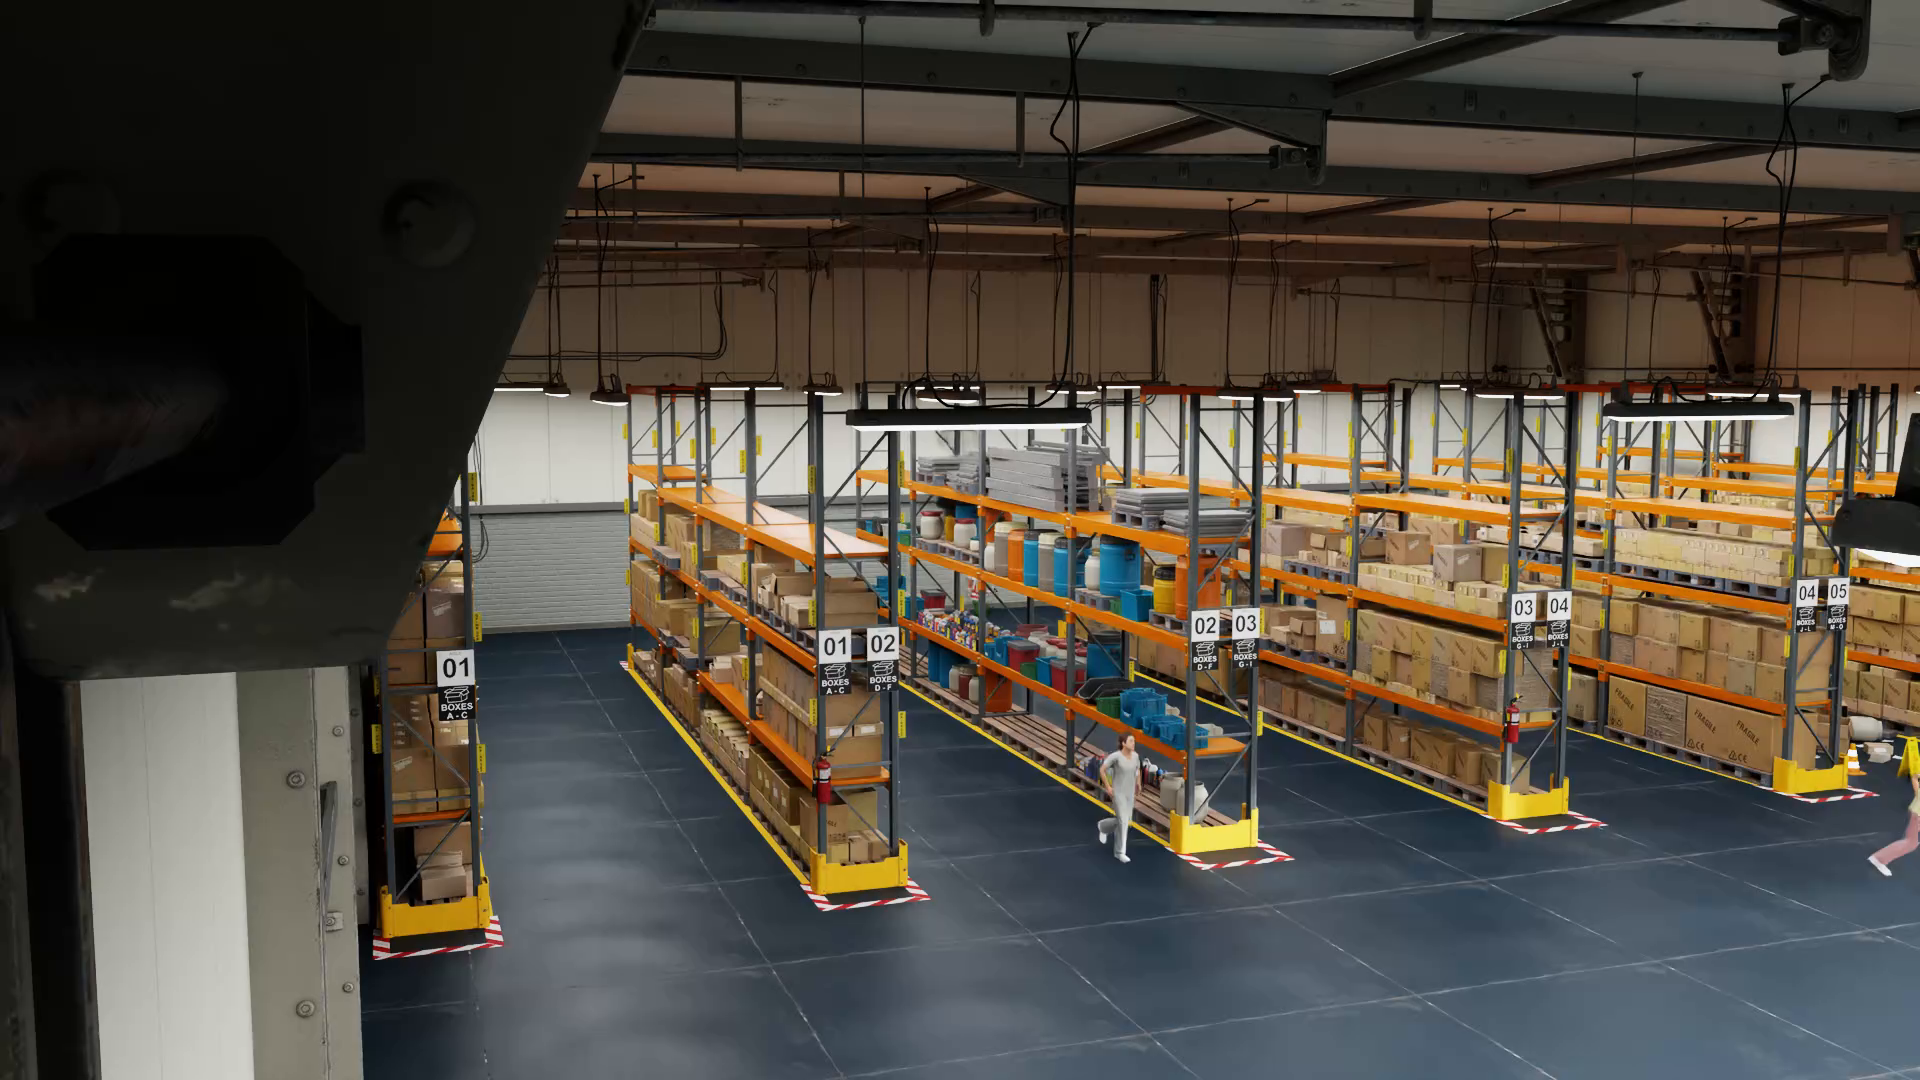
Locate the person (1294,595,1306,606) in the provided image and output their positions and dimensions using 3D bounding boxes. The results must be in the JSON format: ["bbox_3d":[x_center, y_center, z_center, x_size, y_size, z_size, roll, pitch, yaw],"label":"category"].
[{"bbox_3d":[8.836,1.006,43.162,0.684,1.749,0.751,5,8,40],"label":"person"}]

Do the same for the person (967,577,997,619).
[{"bbox_3d":[0.502,1.400,39.333,0.704,1.727,0.708,-1,6,-9],"label":"person"}]

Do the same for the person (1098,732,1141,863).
[{"bbox_3d":[2.095,3.300,21.647,0.605,1.640,0.757,-4,7,-31],"label":"person"}]

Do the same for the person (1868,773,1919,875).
[{"bbox_3d":[11.757,3.447,20.461,1.004,1.625,0.613,1,6,11],"label":"person"}]
